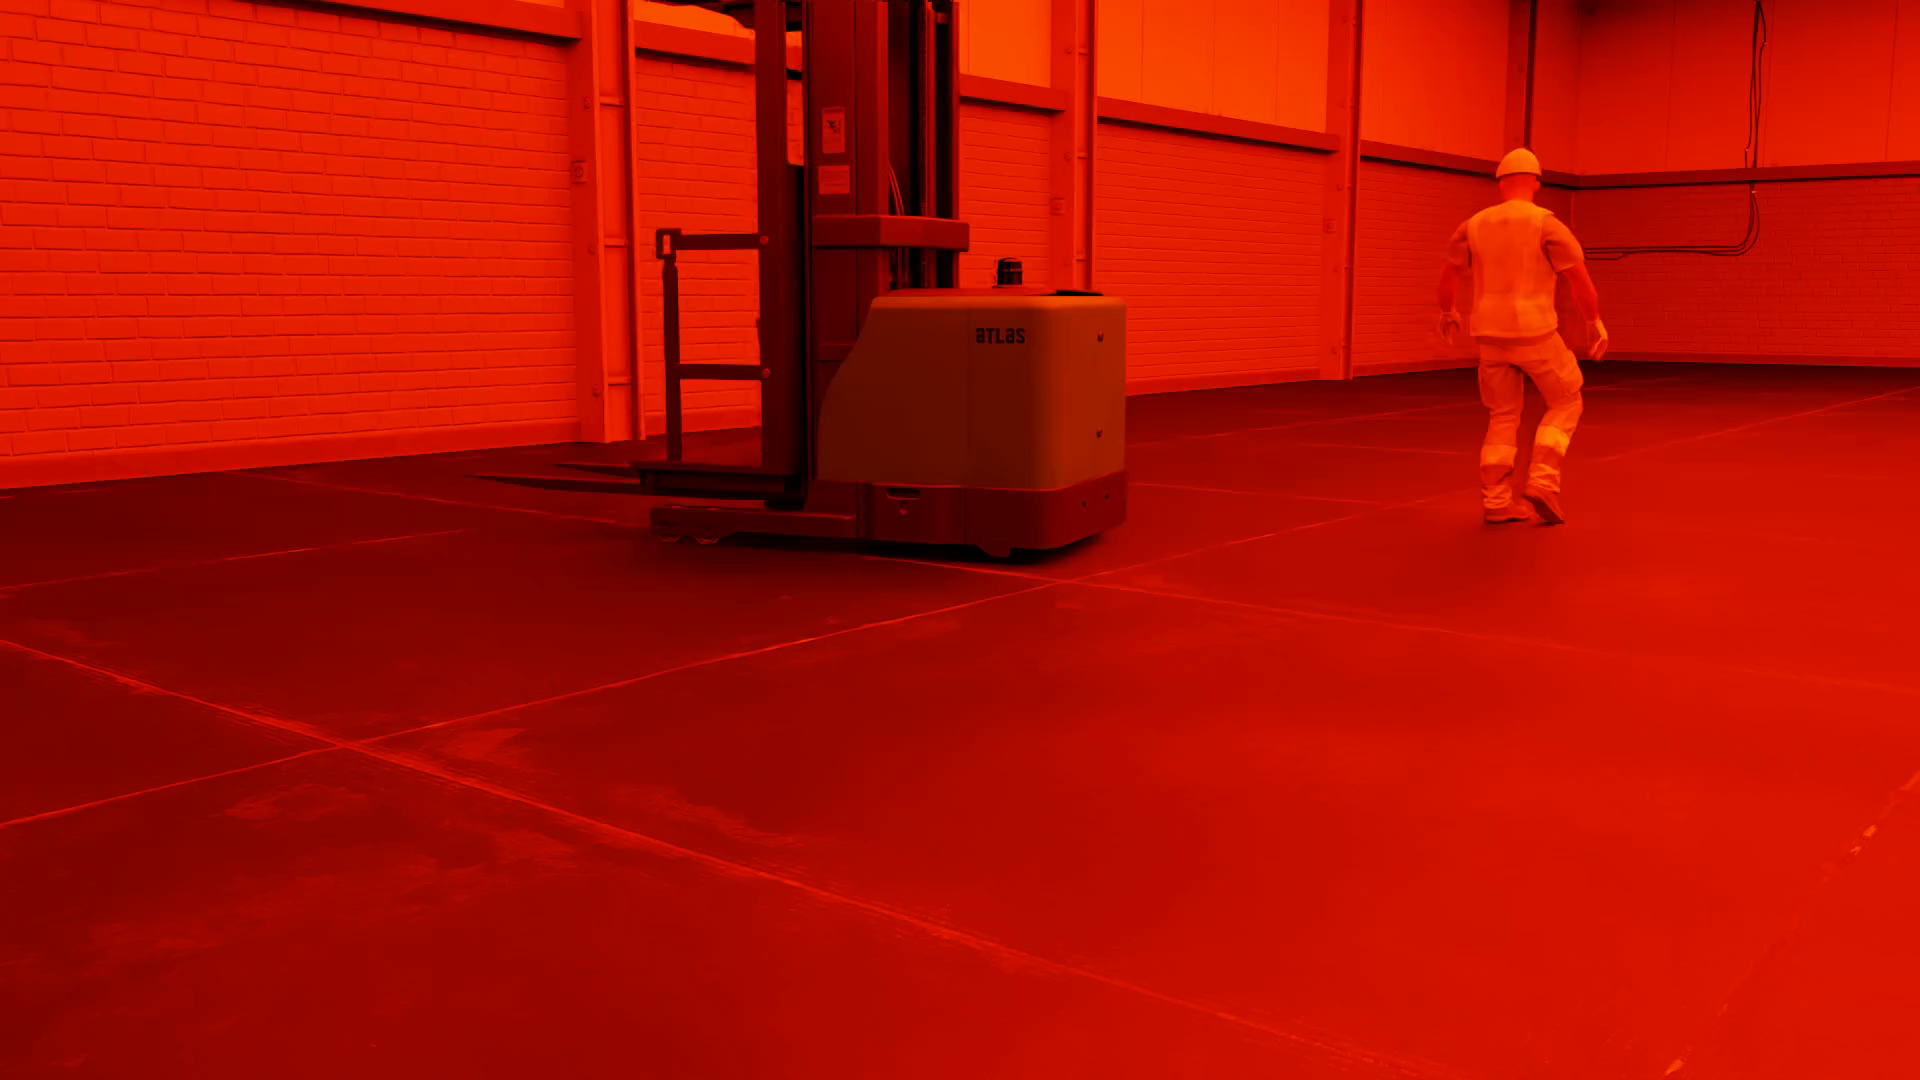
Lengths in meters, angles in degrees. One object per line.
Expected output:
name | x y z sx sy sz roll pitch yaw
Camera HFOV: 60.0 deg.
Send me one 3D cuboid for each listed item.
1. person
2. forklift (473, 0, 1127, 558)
person | 2.636 -0.958 7.944 0.483 1.773 0.838 -7 11 -41
forklift | -0.812 -1.493 7.485 3.031 2.935 1.130 4 9 23
